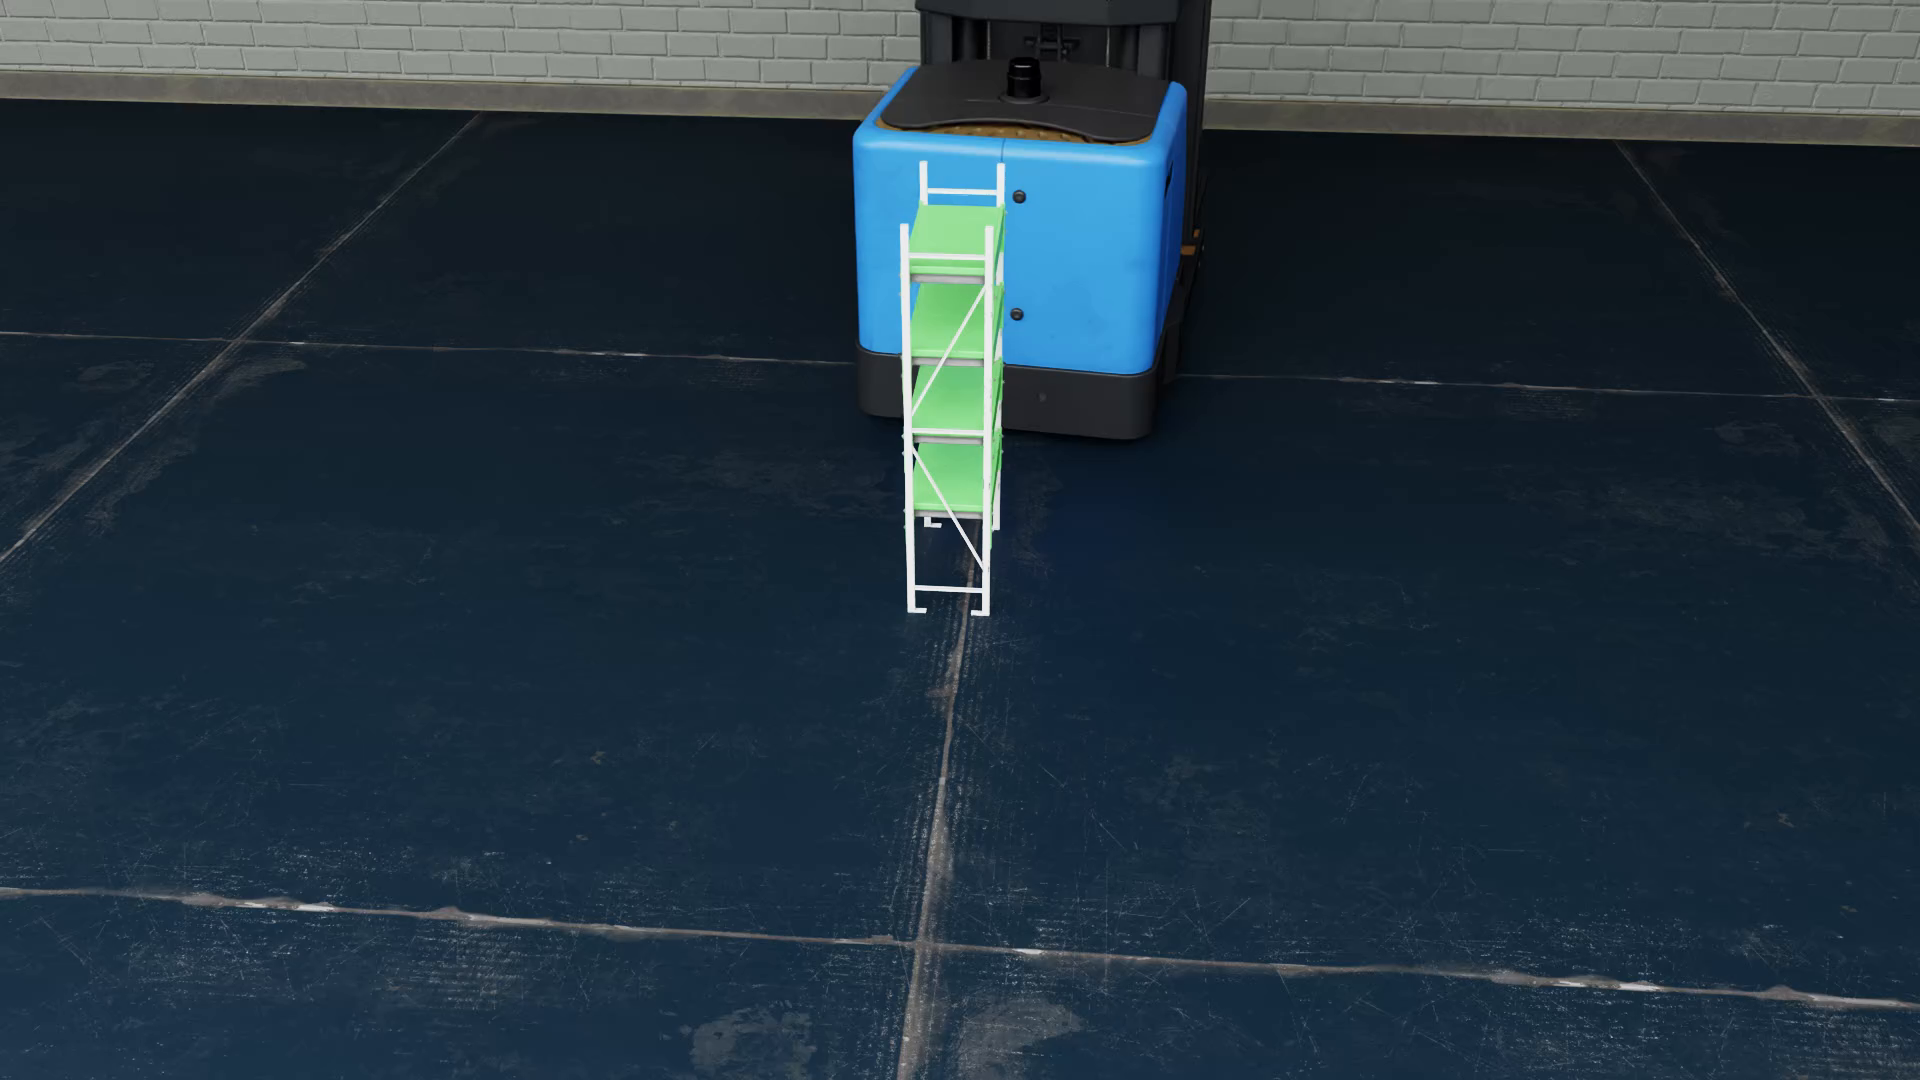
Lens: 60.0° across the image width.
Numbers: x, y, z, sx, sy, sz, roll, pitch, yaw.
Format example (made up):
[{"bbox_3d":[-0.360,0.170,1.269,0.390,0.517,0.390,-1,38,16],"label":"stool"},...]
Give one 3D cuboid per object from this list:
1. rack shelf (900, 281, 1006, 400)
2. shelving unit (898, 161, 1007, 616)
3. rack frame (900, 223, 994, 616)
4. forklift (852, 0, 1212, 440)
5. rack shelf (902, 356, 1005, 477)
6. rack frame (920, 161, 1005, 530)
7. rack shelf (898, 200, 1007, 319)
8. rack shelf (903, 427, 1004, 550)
[{"bbox_3d":[-0.013,-0.574,4.702,0.258,0.148,0.480,2,32,4],"label":"rack shelf"},{"bbox_3d":[-0.013,-0.424,4.795,0.258,1.200,0.503,2,32,4],"label":"shelving unit"},{"bbox_3d":[-0.033,-0.297,4.588,0.240,1.200,0.015,2,32,4],"label":"rack frame"},{"bbox_3d":[0.441,-2.350,6.270,1.130,2.935,3.031,6,32,10],"label":"forklift"},{"bbox_3d":[-0.013,-0.370,4.828,0.258,0.148,0.480,2,32,4],"label":"rack shelf"},{"bbox_3d":[0.006,-0.552,5.002,0.240,1.200,0.015,2,32,4],"label":"rack frame"},{"bbox_3d":[-0.013,-0.778,4.576,0.258,0.148,0.480,2,32,4],"label":"rack shelf"},{"bbox_3d":[-0.013,-0.166,4.954,0.258,0.148,0.480,2,32,4],"label":"rack shelf"}]
